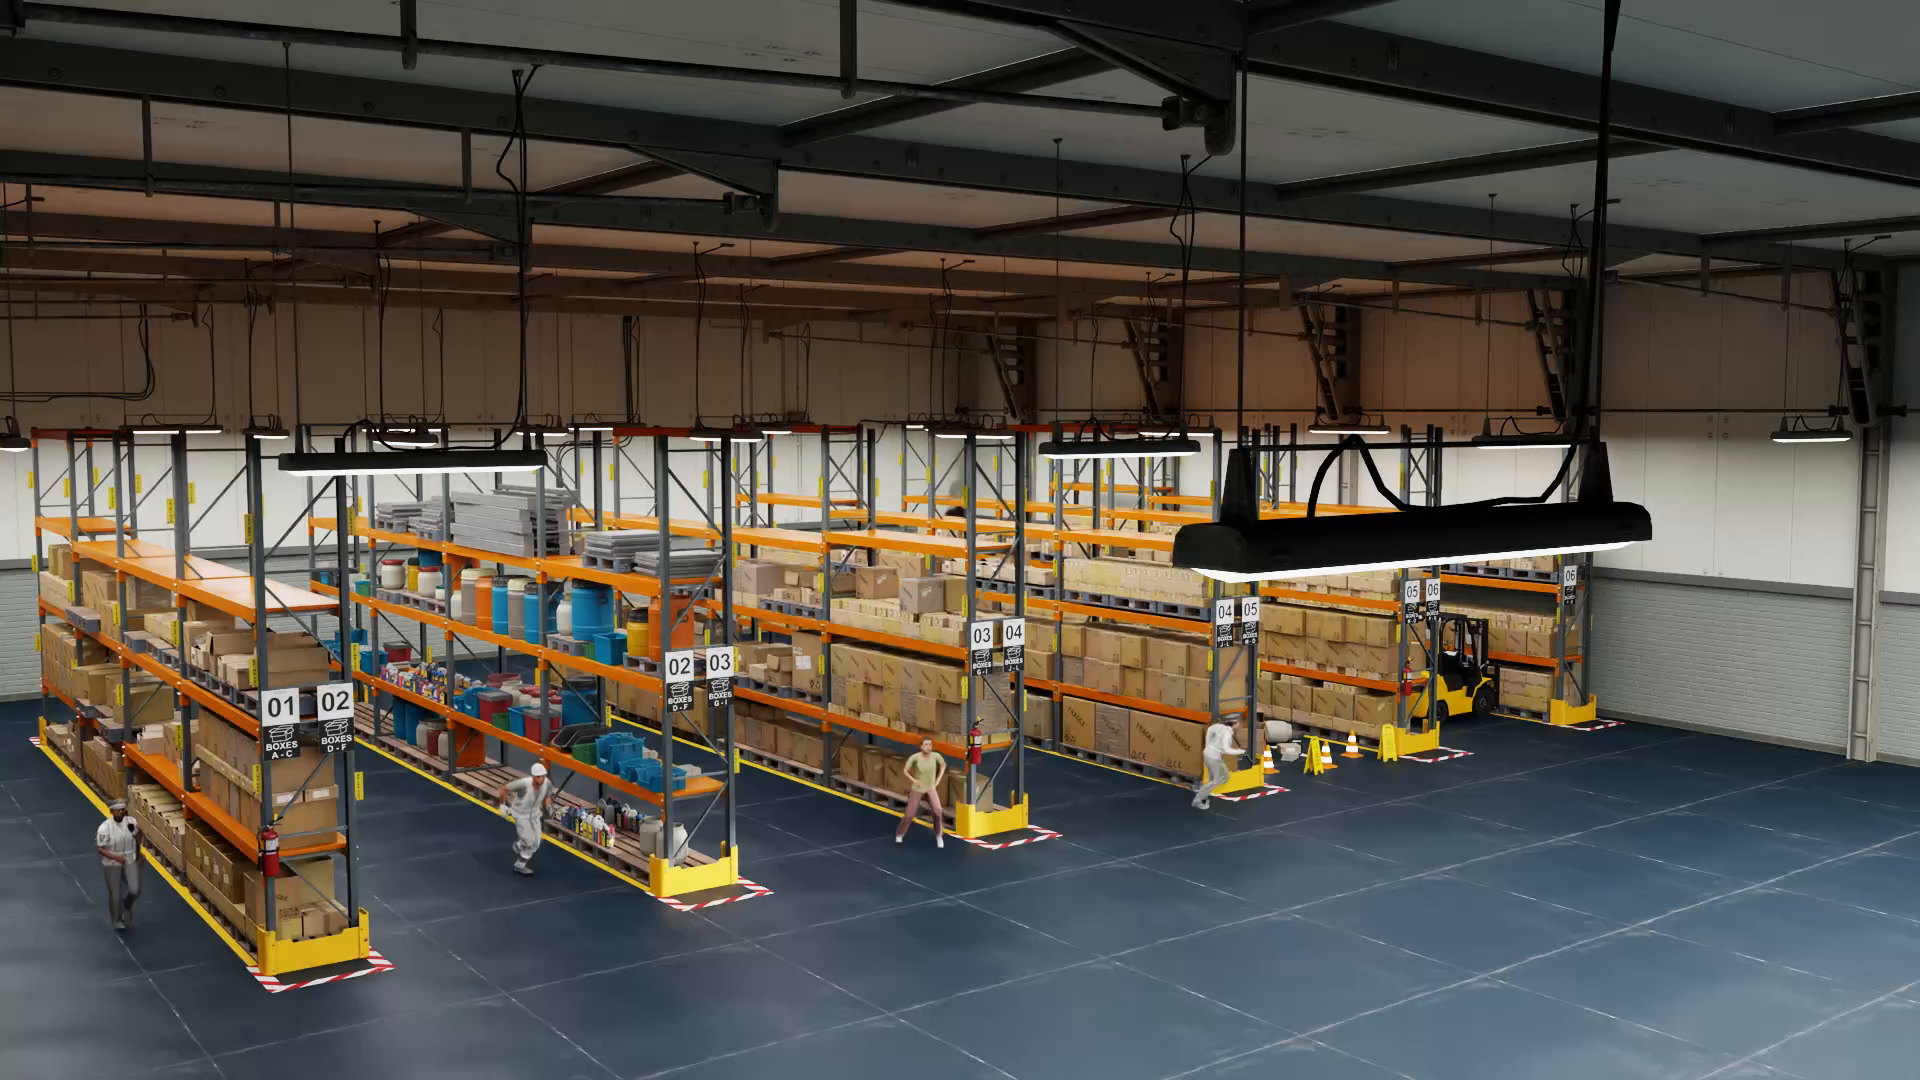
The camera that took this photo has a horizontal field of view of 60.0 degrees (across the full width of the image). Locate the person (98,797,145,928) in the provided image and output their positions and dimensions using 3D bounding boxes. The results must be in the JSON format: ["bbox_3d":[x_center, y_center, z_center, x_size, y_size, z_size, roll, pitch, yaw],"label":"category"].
[{"bbox_3d":[-10.118,3.909,20.116,0.541,1.651,0.726,-4,6,-43],"label":"person"}]

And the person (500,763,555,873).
[{"bbox_3d":[-5.820,3.770,22.439,0.700,1.598,0.860,-4,6,-44],"label":"person"}]

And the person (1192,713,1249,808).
[{"bbox_3d":[4.140,3.490,26.461,0.886,1.506,0.645,0,4,-1],"label":"person"}]

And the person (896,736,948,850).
[{"bbox_3d":[-0.513,3.638,24.084,0.780,1.639,0.693,-1,5,-18],"label":"person"}]
